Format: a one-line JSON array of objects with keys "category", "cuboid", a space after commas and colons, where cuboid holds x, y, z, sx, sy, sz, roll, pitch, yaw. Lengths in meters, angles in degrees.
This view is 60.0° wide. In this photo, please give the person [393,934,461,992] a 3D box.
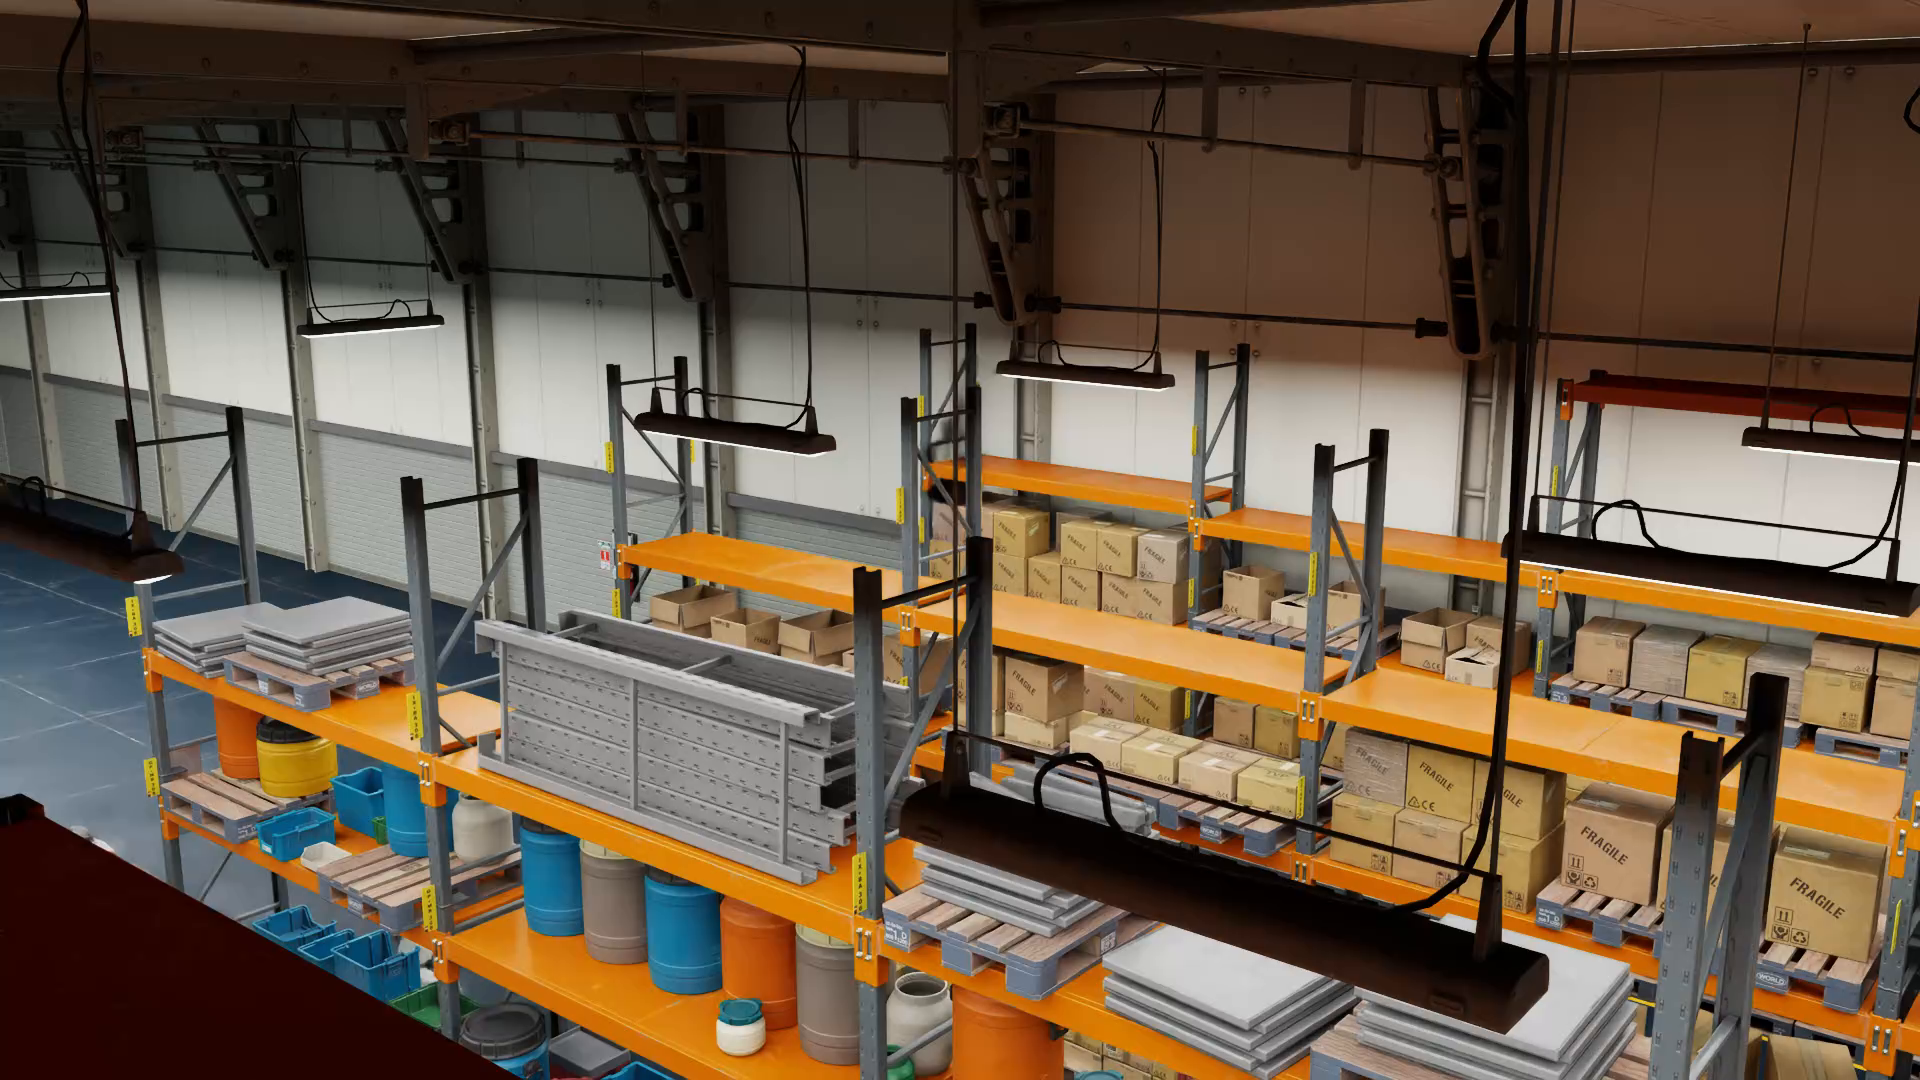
[{"category": "person", "cuboid": [-5.044, 3.750, 15.835, 0.714, 1.769, 0.741, 4, 13, 19]}]

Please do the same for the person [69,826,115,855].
[{"category": "person", "cuboid": [-8.478, 3.593, 16.751, 0.939, 1.614, 0.608, -4, 13, -18]}]
